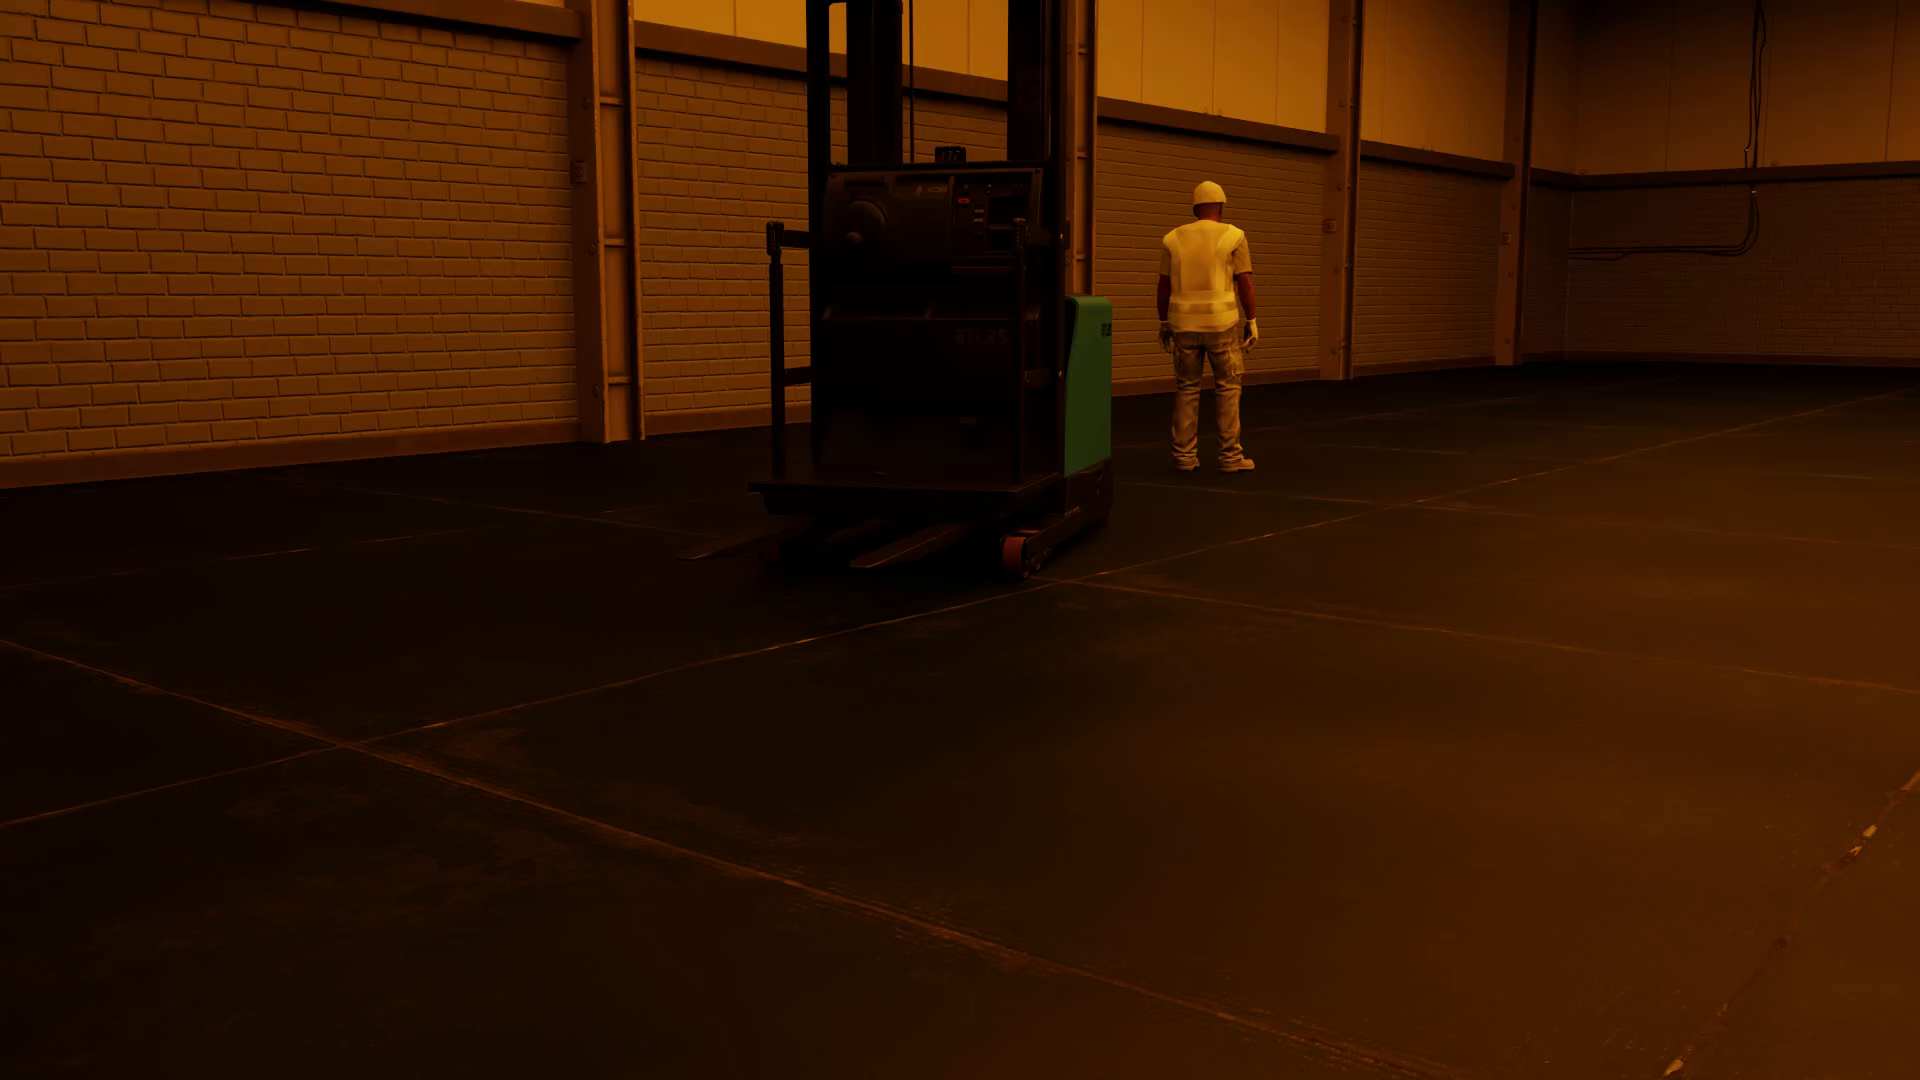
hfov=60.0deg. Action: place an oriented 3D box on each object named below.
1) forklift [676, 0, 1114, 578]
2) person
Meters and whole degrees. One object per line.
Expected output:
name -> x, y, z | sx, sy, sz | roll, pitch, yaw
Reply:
forklift -> -0.176, -1.366, 6.616 | 1.130, 2.935, 3.031 | 3, 9, 17
person -> 1.522, -1.315, 10.268 | 0.630, 1.776, 0.443 | 4, 9, 25
